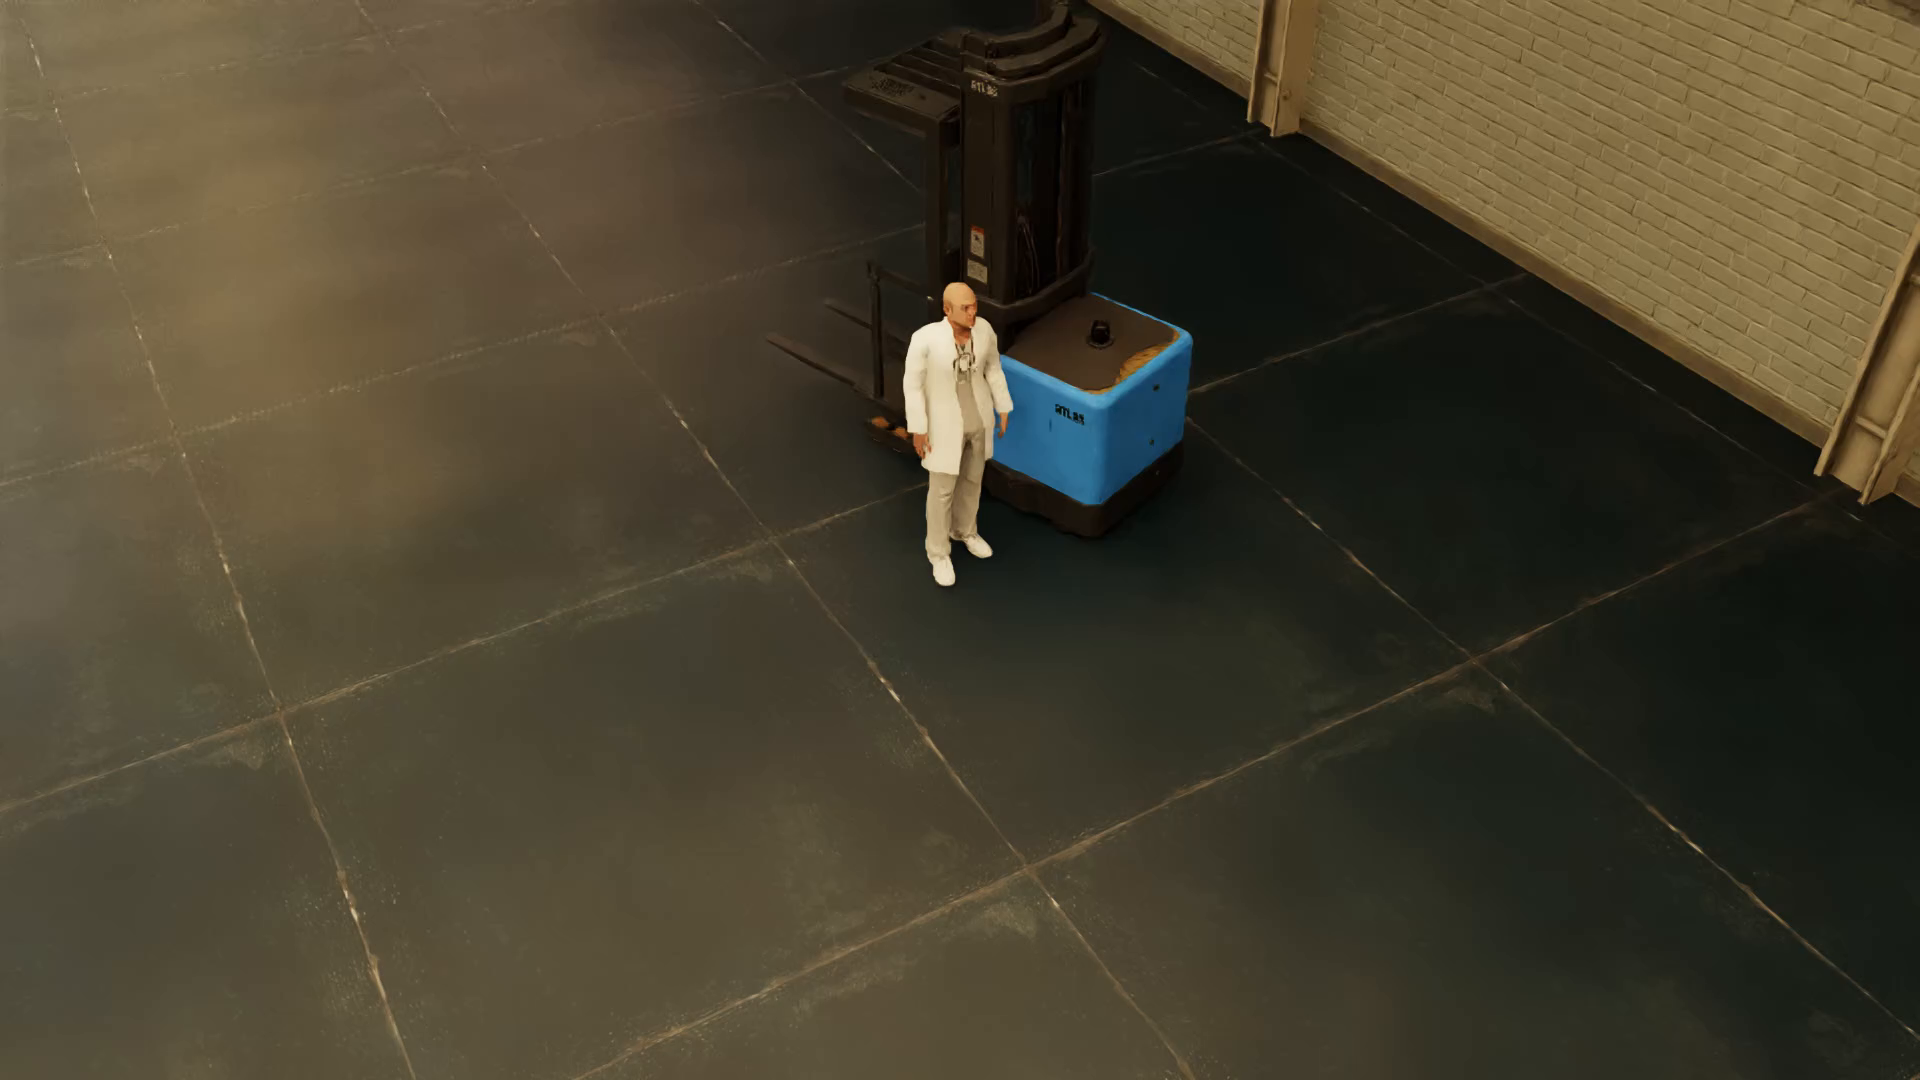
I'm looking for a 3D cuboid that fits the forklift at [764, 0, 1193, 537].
[{"bbox_3d":[-0.009,-1.939,10.374,3.031,2.935,1.130,28,47,30],"label":"forklift"}]

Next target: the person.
[{"bbox_3d":[0.039,-0.638,9.696,0.688,1.776,0.580,-20,44,-23],"label":"person"}]
